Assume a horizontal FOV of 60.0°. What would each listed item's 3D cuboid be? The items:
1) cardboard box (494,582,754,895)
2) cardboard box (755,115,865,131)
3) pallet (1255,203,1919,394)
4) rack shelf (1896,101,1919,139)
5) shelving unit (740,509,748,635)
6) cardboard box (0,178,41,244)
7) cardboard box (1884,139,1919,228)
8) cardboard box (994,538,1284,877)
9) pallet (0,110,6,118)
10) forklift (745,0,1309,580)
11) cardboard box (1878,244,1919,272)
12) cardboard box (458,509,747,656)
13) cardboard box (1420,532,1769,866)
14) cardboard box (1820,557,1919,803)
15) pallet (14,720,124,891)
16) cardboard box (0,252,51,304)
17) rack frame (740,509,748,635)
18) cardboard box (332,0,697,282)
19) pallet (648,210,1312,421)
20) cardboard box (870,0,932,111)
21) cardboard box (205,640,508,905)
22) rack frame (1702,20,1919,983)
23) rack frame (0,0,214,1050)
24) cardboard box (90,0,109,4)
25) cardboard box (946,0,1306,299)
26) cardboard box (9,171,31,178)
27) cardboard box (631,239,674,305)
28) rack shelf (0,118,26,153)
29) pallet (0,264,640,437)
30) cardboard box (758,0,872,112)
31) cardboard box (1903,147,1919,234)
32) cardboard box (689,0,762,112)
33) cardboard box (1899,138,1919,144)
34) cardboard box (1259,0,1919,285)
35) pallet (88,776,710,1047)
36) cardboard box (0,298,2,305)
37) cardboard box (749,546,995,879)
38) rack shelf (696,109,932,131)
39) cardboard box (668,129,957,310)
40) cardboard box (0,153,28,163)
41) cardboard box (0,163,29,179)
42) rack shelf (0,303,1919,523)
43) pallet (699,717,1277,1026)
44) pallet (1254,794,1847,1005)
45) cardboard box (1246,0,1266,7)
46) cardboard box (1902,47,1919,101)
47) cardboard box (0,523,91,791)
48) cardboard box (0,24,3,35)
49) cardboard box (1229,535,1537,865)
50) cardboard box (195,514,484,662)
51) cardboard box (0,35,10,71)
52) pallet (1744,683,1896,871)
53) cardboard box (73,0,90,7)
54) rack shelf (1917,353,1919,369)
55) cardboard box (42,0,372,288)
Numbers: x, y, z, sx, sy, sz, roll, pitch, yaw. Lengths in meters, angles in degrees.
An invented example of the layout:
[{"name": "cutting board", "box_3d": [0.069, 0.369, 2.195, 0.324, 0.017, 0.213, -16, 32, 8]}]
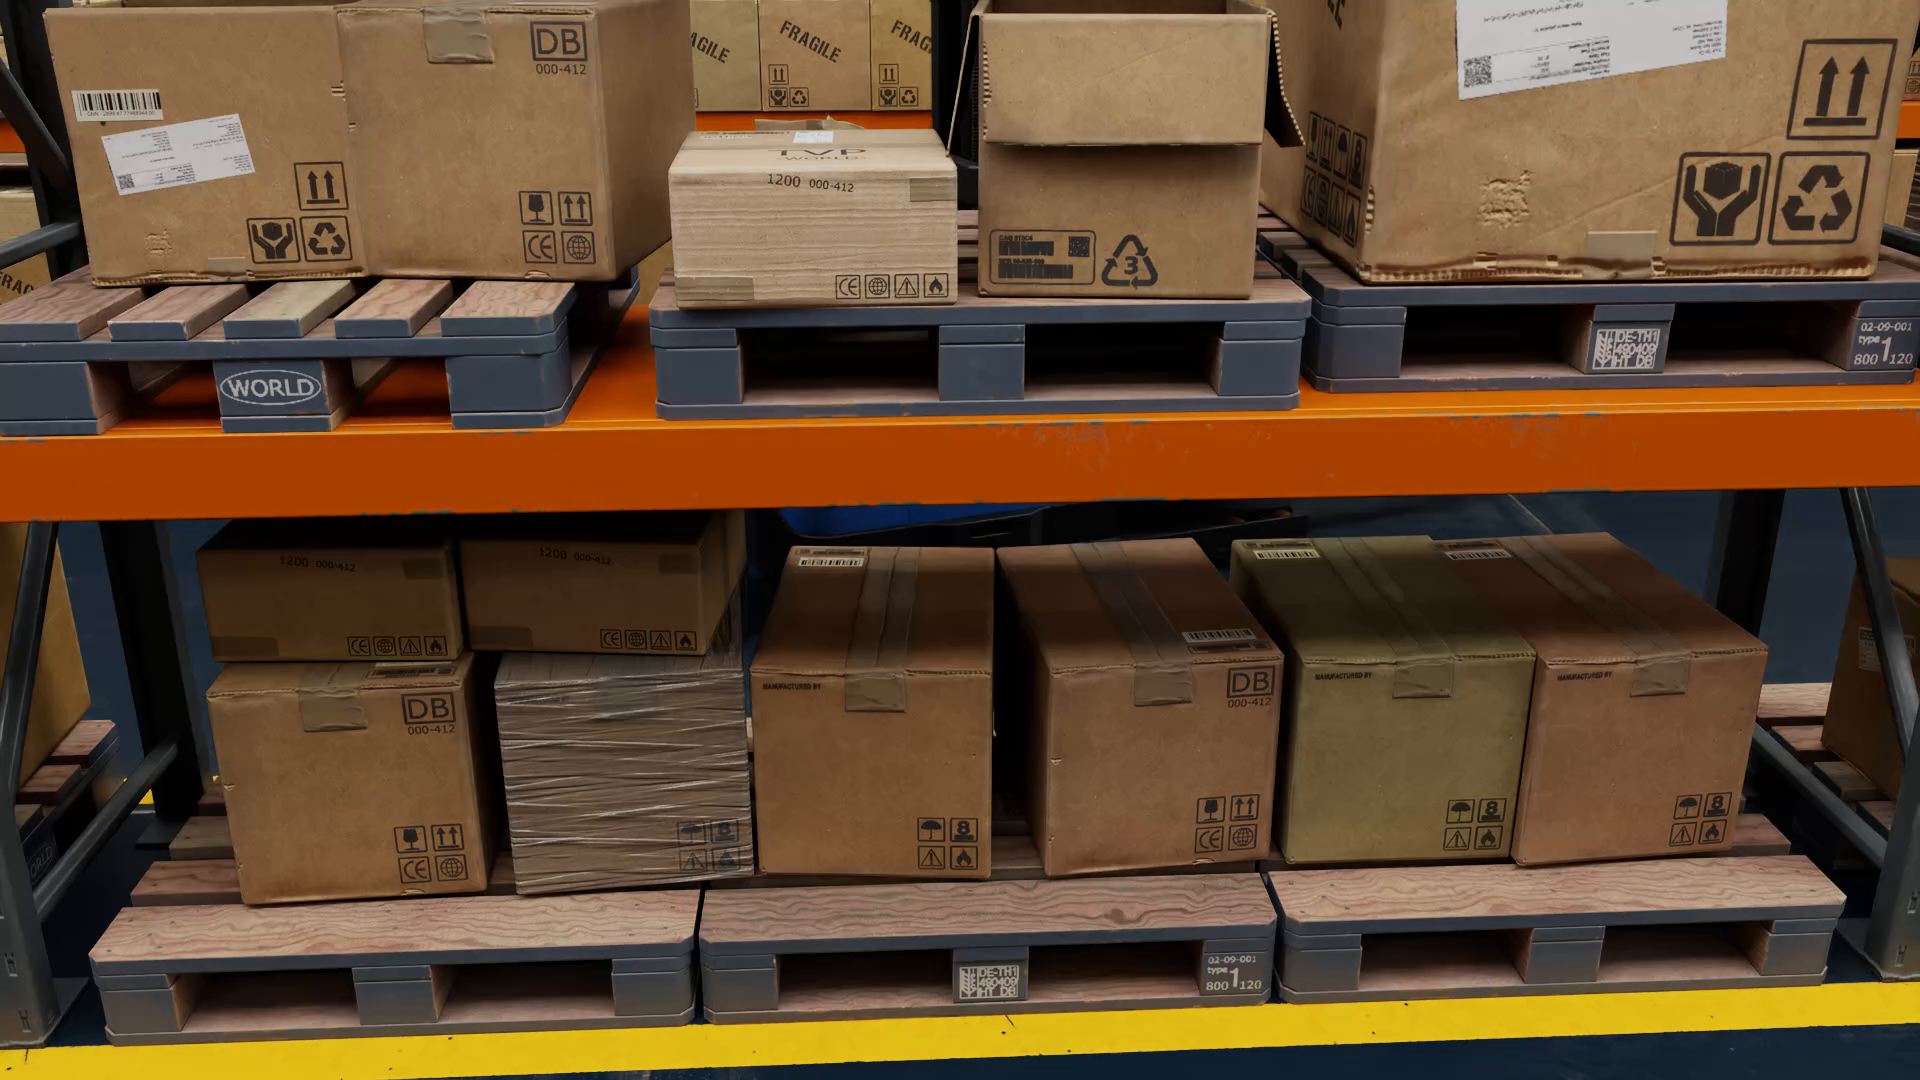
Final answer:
[{"name": "cardboard box", "box_3d": [-0.740, 0.386, 3.786, 0.500, 0.500, 0.700, -3, 21, -8]}, {"name": "cardboard box", "box_3d": [-0.311, -0.803, 3.613, 0.258, 0.266, 0.396, -2, 21, -5]}, {"name": "pallet", "box_3d": [1.261, -0.568, 3.666, 1.213, 0.211, 1.003, -1, 21, -3]}, {"name": "rack shelf", "box_3d": [3.847, -2.090, 8.405, 4.000, 0.370, 1.077, -1, 21, -3]}, {"name": "shelving unit", "box_3d": [-1.229, -0.464, 5.233, 1.048, 1.500, 0.538, -2, 21, -6]}, {"name": "cardboard box", "box_3d": [-4.343, -1.543, 7.826, 0.500, 0.250, 0.500, 0, 21, -1]}, {"name": "cardboard box", "box_3d": [4.292, -1.614, 8.540, 0.875, 0.875, 0.875, -1, 21, -4]}, {"name": "cardboard box", "box_3d": [0.383, 0.361, 3.852, 0.500, 0.500, 0.700, -3, 21, -8]}, {"name": "pallet", "box_3d": [-4.117, -2.159, 7.847, 1.213, 0.211, 1.003, -1, 21, -3]}, {"name": "forklift", "box_3d": [0.706, -1.449, 5.806, 3.031, 2.935, 1.130, -8, 22, -21]}, {"name": "cardboard box", "box_3d": [2.231, -0.613, 3.867, 0.250, 0.149, 0.380, -1, 21, -3]}, {"name": "cardboard box", "box_3d": [-0.765, 0.034, 3.658, 0.500, 0.250, 0.500, 1, 21, 3]}, {"name": "cardboard box", "box_3d": [1.418, 0.346, 3.891, 0.500, 0.500, 0.700, -3, 21, -7]}, {"name": "cardboard box", "box_3d": [2.434, 0.357, 3.891, 0.500, 0.500, 0.500, -2, 21, -5]}, {"name": "pallet", "box_3d": [-2.752, 0.753, 3.848, 1.213, 0.211, 1.003, -1, 21, -3]}, {"name": "cardboard box", "box_3d": [-4.333, -1.198, 7.975, 0.500, 0.500, 0.500, -1, 21, -2]}, {"name": "rack frame", "box_3d": [-0.725, -0.486, 5.289, 0.032, 1.500, 0.500, -2, 21, -6]}, {"name": "cardboard box", "box_3d": [-0.872, -0.855, 3.420, 0.500, 0.500, 0.700, 2, 21, 5]}, {"name": "pallet", "box_3d": [0.013, -0.505, 3.501, 1.213, 0.211, 1.003, -1, 21, -3]}, {"name": "cardboard box", "box_3d": [-0.171, -2.295, 7.792, 0.500, 0.500, 0.500, -1, 21, -4]}, {"name": "cardboard box", "box_3d": [-1.293, 0.402, 3.744, 0.500, 0.500, 0.700, -2, 21, -6]}, {"name": "rack frame", "box_3d": [2.033, -0.621, 3.537, 0.127, 3.000, 1.000, -1, 21, -3]}, {"name": "rack frame", "box_3d": [-1.961, -0.540, 3.323, 0.127, 3.000, 1.000, -1, 21, -3]}, {"name": "cardboard box", "box_3d": [-3.638, -2.329, 7.366, 0.250, 0.149, 0.380, -1, 21, -3]}, {"name": "cardboard box", "box_3d": [0.307, -0.798, 3.265, 0.637, 0.503, 0.797, 1, 21, 2]}, {"name": "cardboard box", "box_3d": [-4.367, -1.728, 8.312, 0.500, 0.250, 0.500, -2, 21, -5]}, {"name": "cardboard box", "box_3d": [-1.530, -1.429, 8.231, 0.750, 0.750, 1.050, -1, 21, -4]}, {"name": "rack shelf", "box_3d": [-4.140, -1.927, 7.978, 4.000, 0.370, 1.077, -1, 21, -3]}, {"name": "pallet", "box_3d": [-1.255, -0.503, 3.495, 1.003, 0.211, 1.213, -1, 21, -3]}, {"name": "cardboard box", "box_3d": [-0.668, -2.285, 7.767, 0.500, 0.500, 0.500, -1, 21, -3]}, {"name": "cardboard box", "box_3d": [2.485, -0.794, 3.432, 0.500, 0.500, 0.875, -1, 21, -3]}, {"name": "cardboard box", "box_3d": [-1.172, -2.275, 7.741, 0.500, 0.500, 0.500, -1, 21, -4]}, {"name": "cardboard box", "box_3d": [5.171, -1.632, 8.589, 0.875, 0.875, 0.875, -1, 21, -3]}, {"name": "cardboard box", "box_3d": [1.231, -1.131, 3.444, 1.000, 1.000, 1.000, -1, 21, -3]}, {"name": "pallet", "box_3d": [-1.181, 0.748, 3.860, 1.213, 0.211, 1.003, -1, 21, -3]}, {"name": "cardboard box", "box_3d": [-2.462, -0.673, 3.533, 0.500, 0.500, 0.500, -1, 21, -1]}, {"name": "cardboard box", "box_3d": [-0.174, 0.372, 3.822, 0.500, 0.500, 0.700, 1, 21, 1]}, {"name": "rack shelf", "box_3d": [-0.146, -2.008, 8.191, 4.000, 0.370, 1.077, -1, 21, -3]}, {"name": "cardboard box", "box_3d": [-0.274, -0.618, 3.150, 0.500, 0.250, 0.500, -2, 21, -5]}, {"name": "cardboard box", "box_3d": [-7.153, -3.003, 12.804, 0.875, 0.438, 0.875, -1, 21, -4]}, {"name": "cardboard box", "box_3d": [-4.893, -1.712, 8.270, 0.500, 0.250, 0.500, 0, 21, 0]}, {"name": "rack shelf", "box_3d": [0.036, -0.244, 3.558, 4.000, 0.370, 1.077, -1, 21, -3]}, {"name": "pallet", "box_3d": [0.035, 0.724, 3.922, 1.213, 0.211, 1.003, -1, 21, -3]}, {"name": "pallet", "box_3d": [1.255, 0.698, 3.990, 1.213, 0.211, 1.003, -1, 21, -3]}, {"name": "cardboard box", "box_3d": [1.345, -2.326, 7.875, 0.500, 0.500, 0.500, -1, 21, -3]}, {"name": "cardboard box", "box_3d": [4.362, -2.527, 8.332, 0.550, 0.550, 0.875, -1, 21, -3]}, {"name": "cardboard box", "box_3d": [-2.651, 0.263, 3.609, 0.875, 0.875, 1.225, -2, 21, -6]}, {"name": "cardboard box", "box_3d": [-4.156, -2.318, 7.337, 0.250, 0.149, 0.380, -2, 21, -4]}, {"name": "cardboard box", "box_3d": [0.941, 0.349, 3.883, 0.500, 0.500, 0.700, -1, 21, -3]}, {"name": "cardboard box", "box_3d": [-1.294, 0.048, 3.620, 0.500, 0.250, 0.500, 0, 21, -1]}, {"name": "cardboard box", "box_3d": [-4.162, -2.179, 7.390, 0.250, 0.149, 0.380, -2, 21, -6]}, {"name": "pallet", "box_3d": [2.701, 0.656, 4.102, 1.213, 0.211, 1.003, -1, 21, -3]}, {"name": "cardboard box", "box_3d": [-3.898, -2.323, 7.352, 0.250, 0.149, 0.380, -1, 21, -2]}, {"name": "rack shelf", "box_3d": [4.029, -0.326, 3.771, 4.000, 0.370, 1.077, -1, 21, -3]}, {"name": "cardboard box", "box_3d": [-1.424, -0.808, 3.297, 0.500, 0.500, 0.500, -4, 21, -10]}]
